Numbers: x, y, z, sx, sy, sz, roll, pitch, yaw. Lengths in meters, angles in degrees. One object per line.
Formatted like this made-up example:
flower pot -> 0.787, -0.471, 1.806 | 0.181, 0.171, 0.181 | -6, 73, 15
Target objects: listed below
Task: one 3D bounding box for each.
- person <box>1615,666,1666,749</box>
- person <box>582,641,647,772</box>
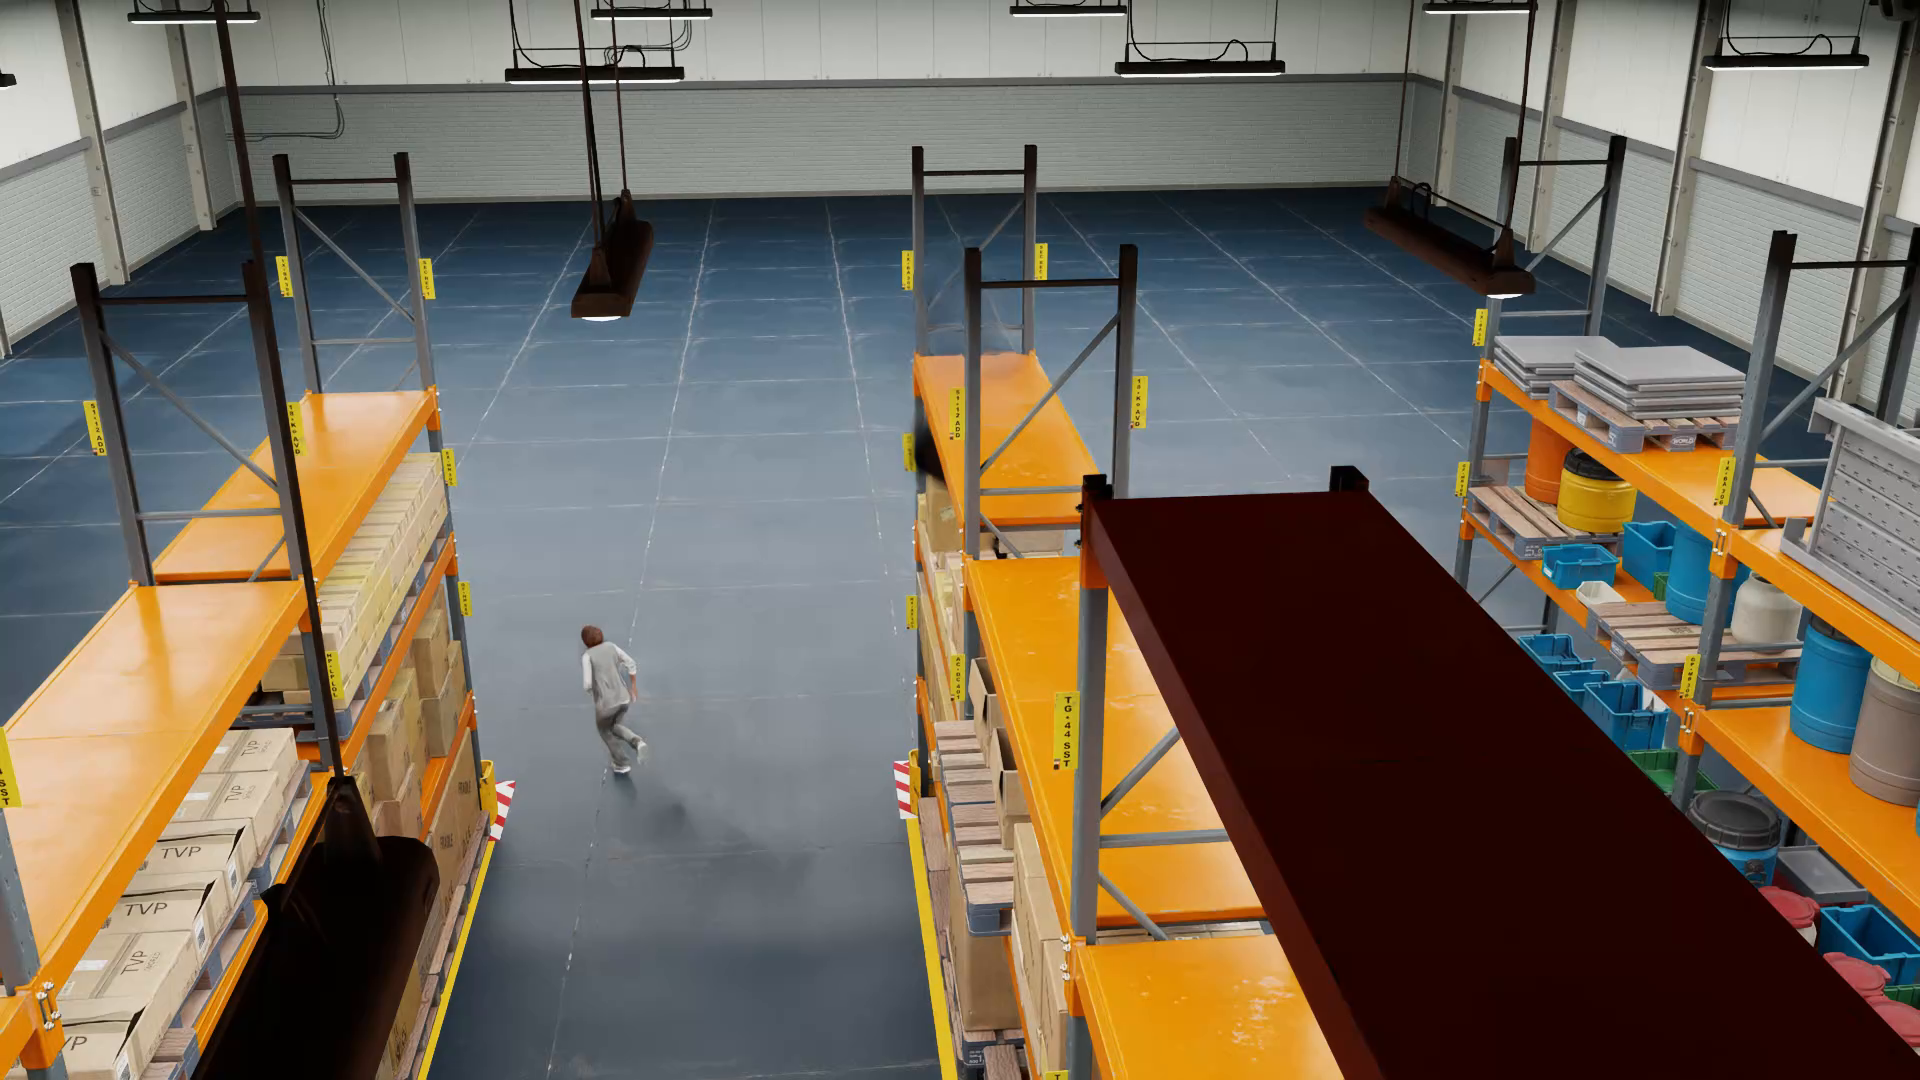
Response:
person -> 6.388, 1.488, 15.502 | 0.749, 1.867, 0.860 | -5, 22, -11
person -> -3.222, 1.654, 15.712 | 0.627, 1.345, 0.532 | 14, 25, 31
